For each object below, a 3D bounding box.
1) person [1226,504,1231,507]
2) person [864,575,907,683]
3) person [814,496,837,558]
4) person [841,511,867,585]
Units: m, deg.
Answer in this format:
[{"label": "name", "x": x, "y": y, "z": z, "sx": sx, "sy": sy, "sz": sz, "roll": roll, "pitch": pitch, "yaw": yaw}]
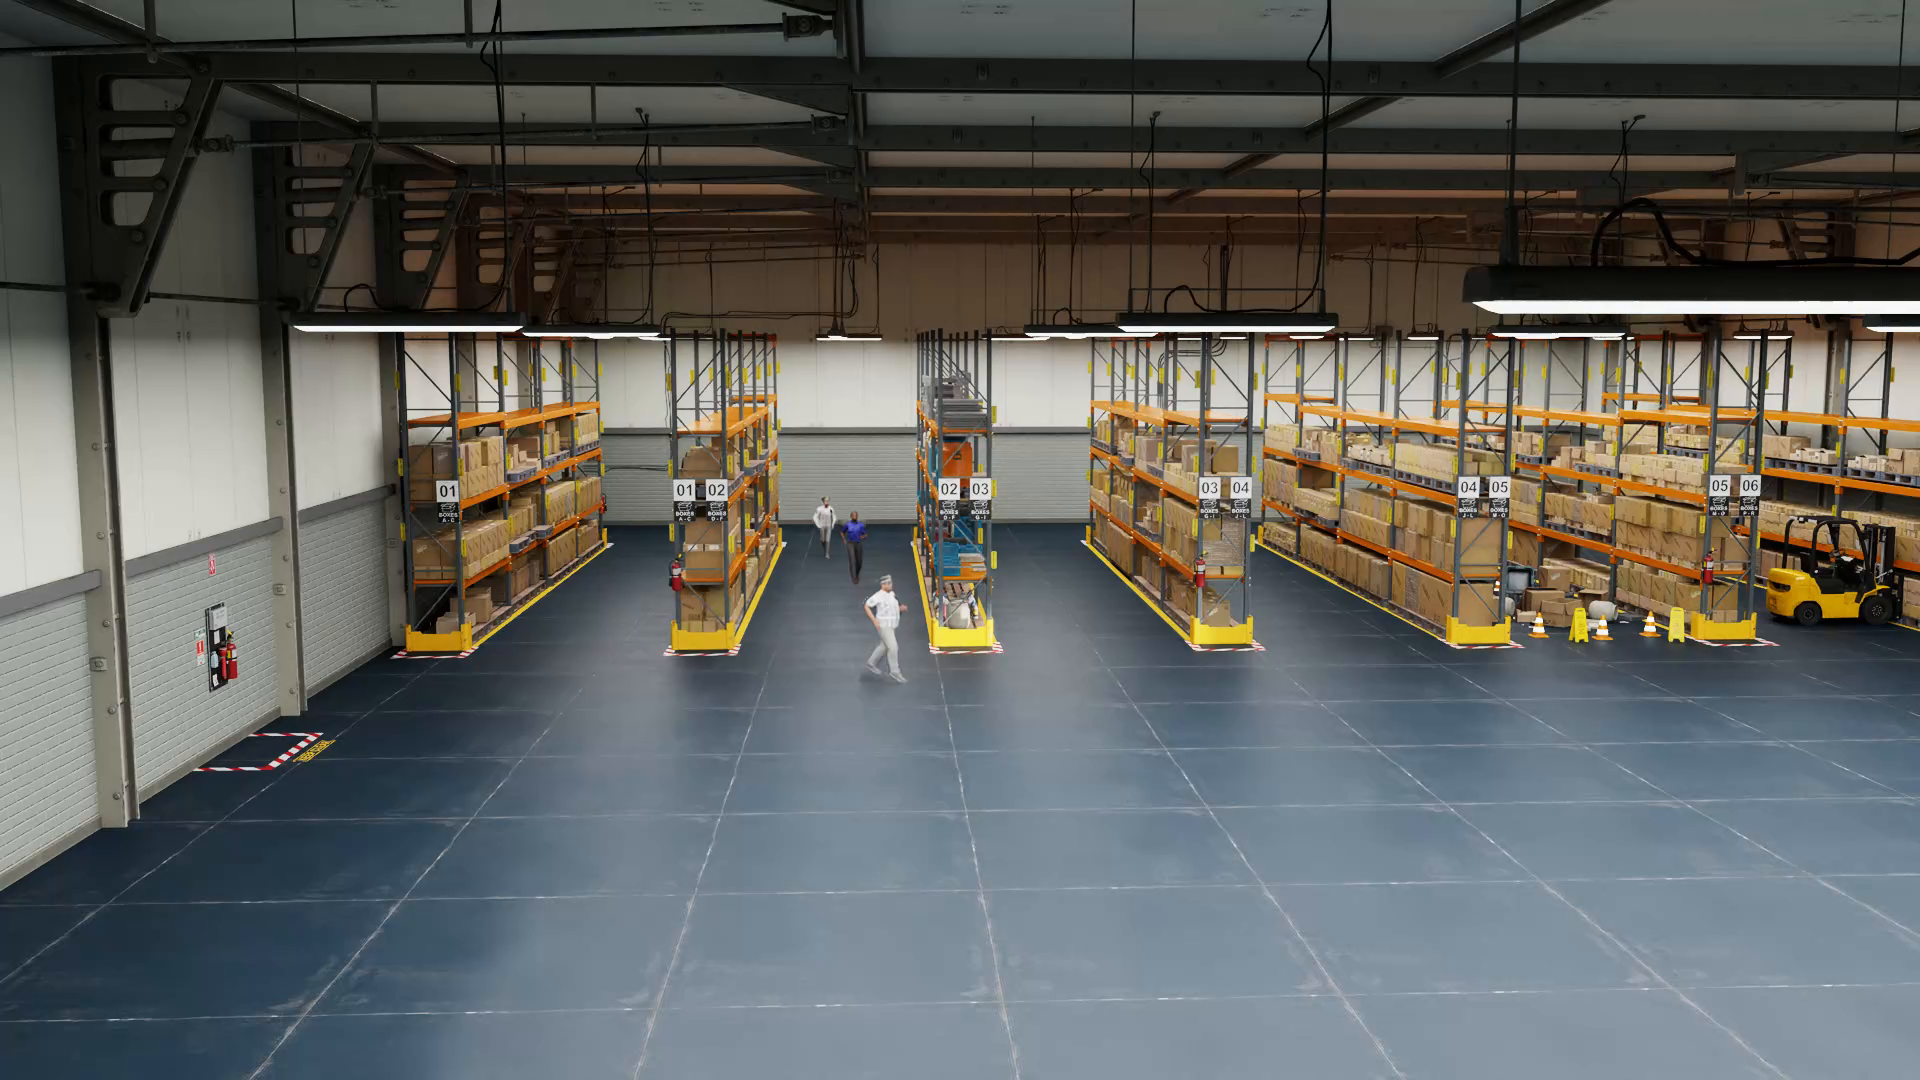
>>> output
[{"label": "person", "x": 7.437, "y": -0.656, "z": 46.896, "sx": 0.666, "sy": 1.757, "sz": 0.858, "roll": 1, "pitch": 7, "yaw": 6}, {"label": "person", "x": -1.262, "y": 1.498, "z": 28.385, "sx": 0.882, "sy": 1.821, "sz": 0.648, "roll": 3, "pitch": 7, "yaw": 24}, {"label": "person", "x": -3.606, "y": -0.350, "z": 44.643, "sx": 0.620, "sy": 1.667, "sz": 0.506, "roll": -1, "pitch": 7, "yaw": -12}, {"label": "person", "x": -2.406, "y": 0.192, "z": 37.874, "sx": 0.588, "sy": 1.596, "sz": 0.770, "roll": -1, "pitch": 7, "yaw": -11}]
